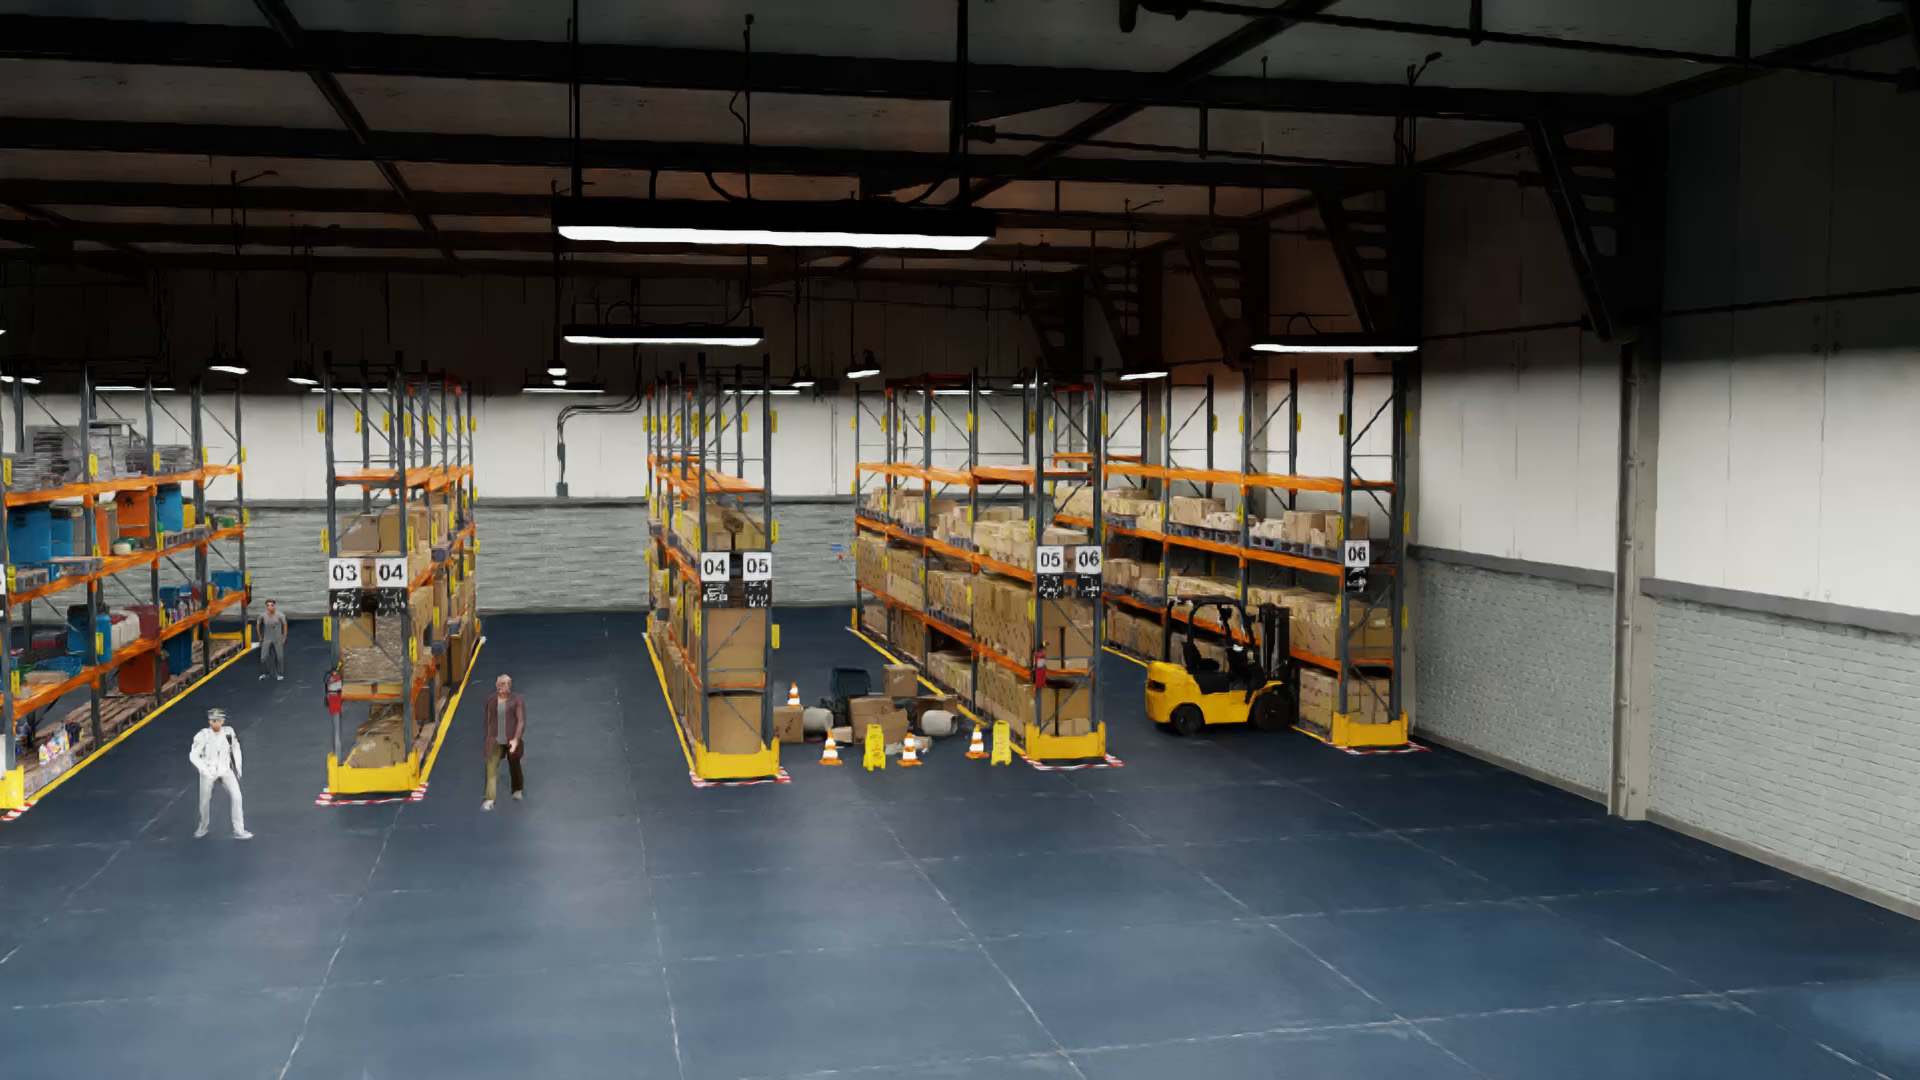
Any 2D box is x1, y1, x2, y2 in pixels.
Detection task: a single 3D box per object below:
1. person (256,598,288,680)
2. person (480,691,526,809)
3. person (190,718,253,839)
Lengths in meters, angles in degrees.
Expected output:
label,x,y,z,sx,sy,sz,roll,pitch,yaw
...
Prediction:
label,x,y,z,sx,sy,sz,roll,pitch,yaw
person,-13.451,1.938,32.531,0.580,1.619,0.507,-1,4,-16
person,-5.957,2.709,21.756,0.576,1.514,1.090,0,4,-4
person,-8.956,2.803,20.067,0.642,1.589,0.795,-2,5,-31
